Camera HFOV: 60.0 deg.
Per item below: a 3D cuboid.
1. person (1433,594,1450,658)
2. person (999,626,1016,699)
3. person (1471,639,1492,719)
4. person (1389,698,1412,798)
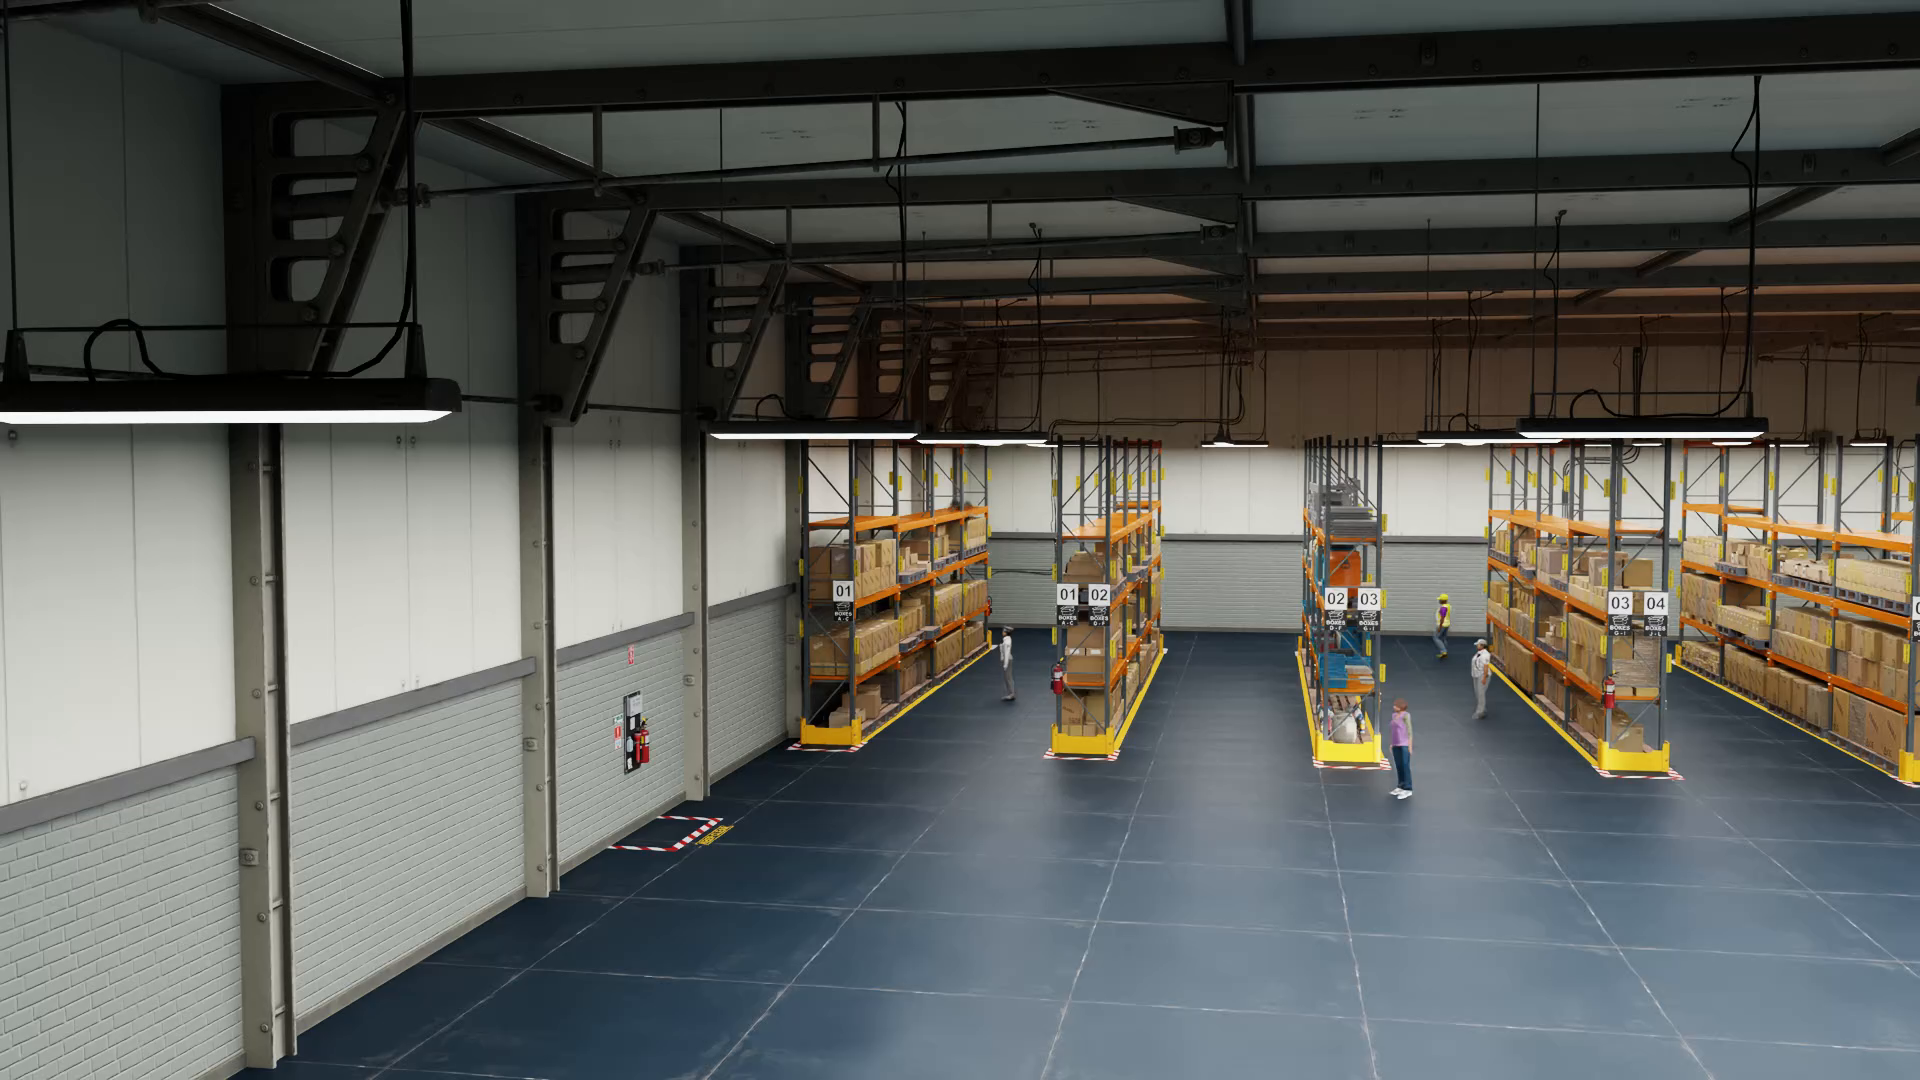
[{"bbox_3d":[13.266,2.368,45.765,0.452,1.767,0.632,2,4,33],"label":"person"},{"bbox_3d":[1.081,2.826,38.213,0.379,1.721,0.571,0,3,-1],"label":"person"},{"bbox_3d":[11.127,2.964,35.693,0.553,1.664,0.531,-1,3,-16],"label":"person"},{"bbox_3d":[7.292,3.485,27.564,0.386,1.506,0.500,-2,3,-26],"label":"person"}]
